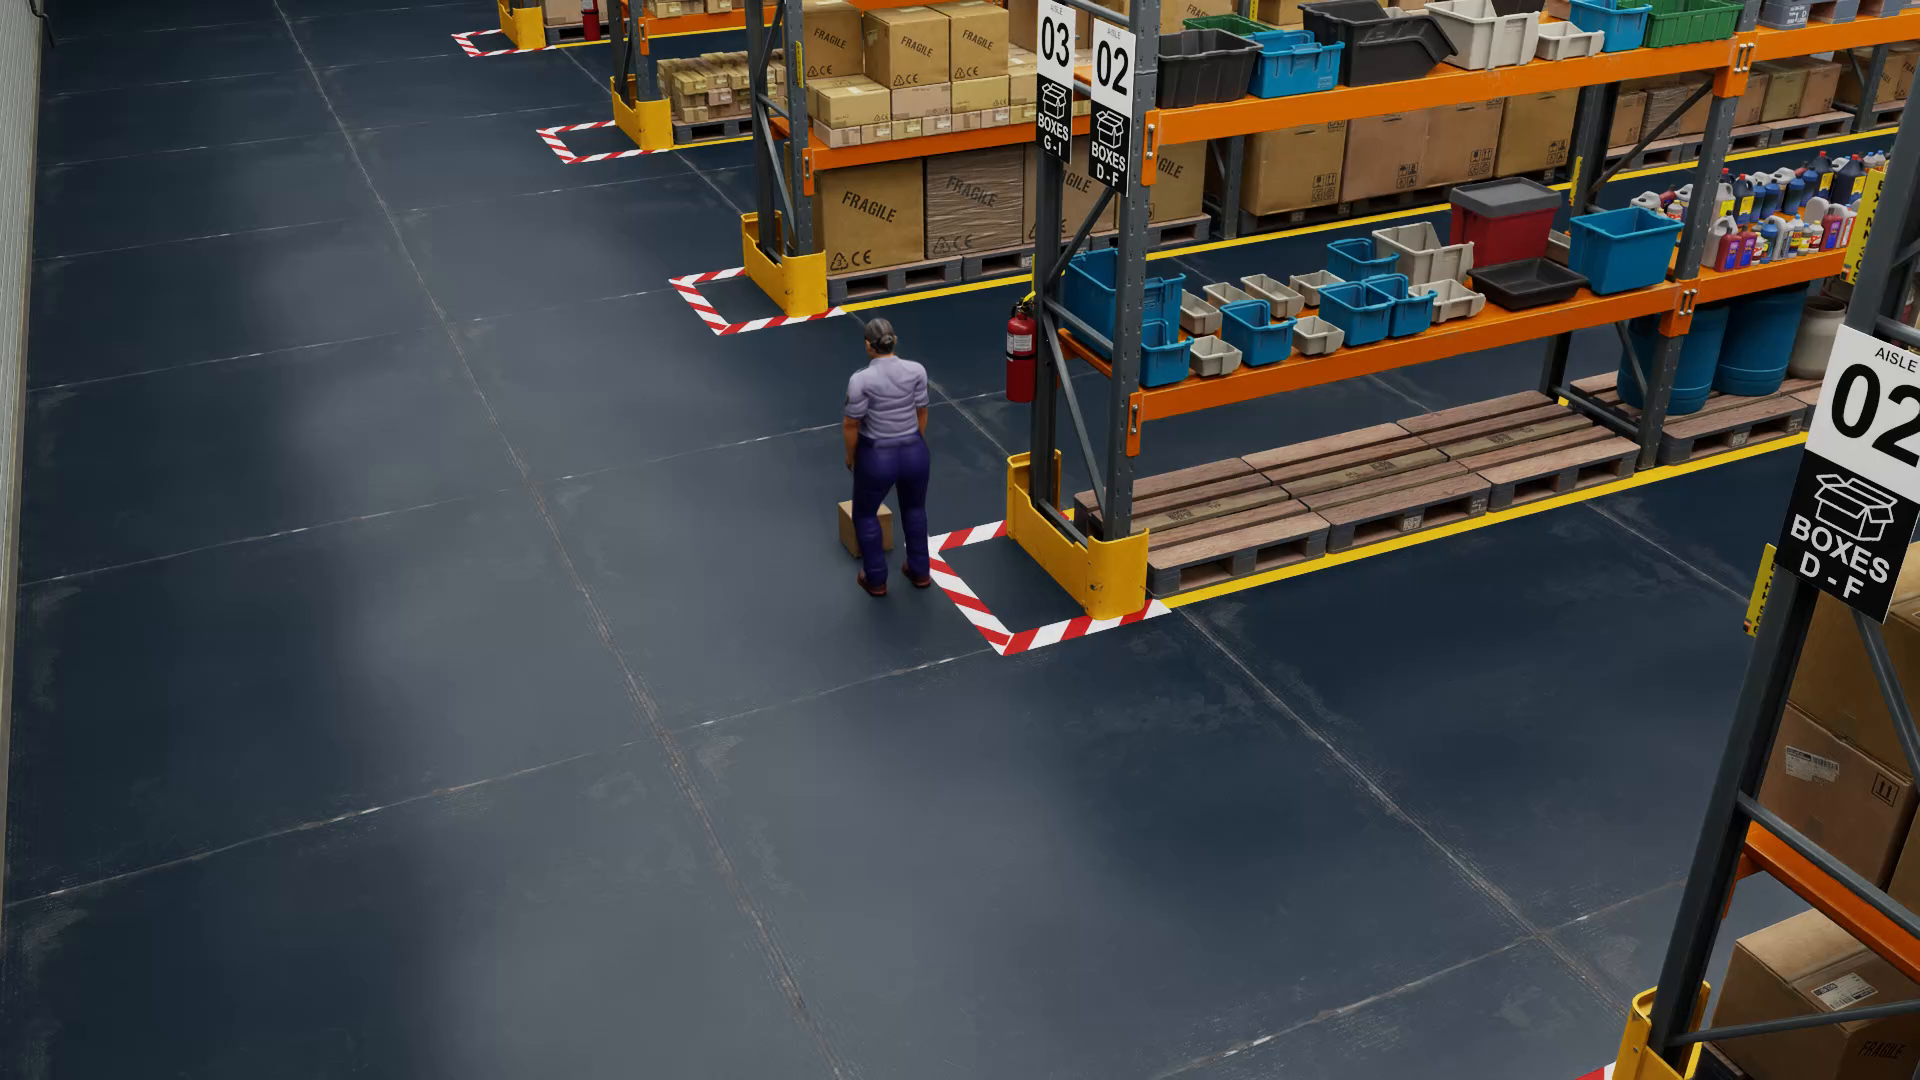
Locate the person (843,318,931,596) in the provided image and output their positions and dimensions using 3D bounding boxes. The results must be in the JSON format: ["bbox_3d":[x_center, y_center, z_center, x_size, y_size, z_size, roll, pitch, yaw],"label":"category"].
[{"bbox_3d":[-0.407,-0.443,9.280,0.489,1.621,0.372,-10,31,-18],"label":"person"}]
